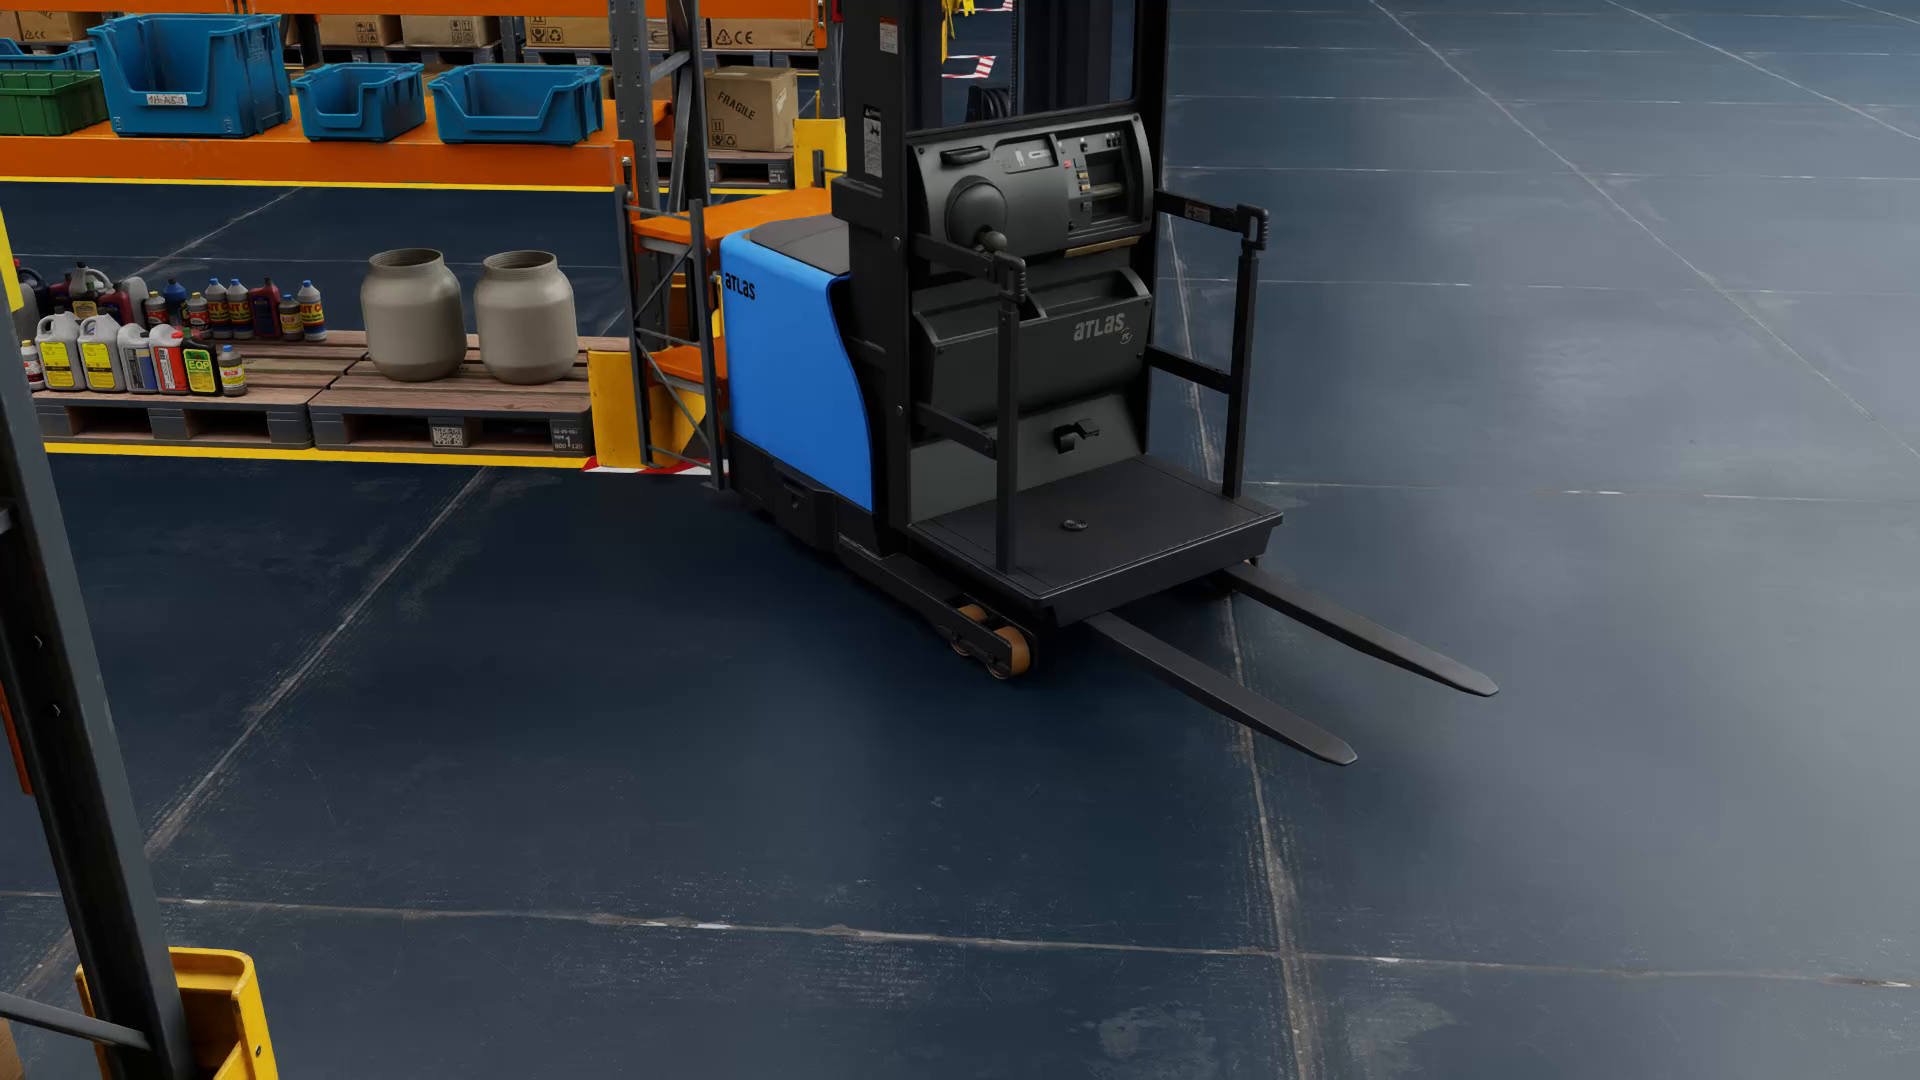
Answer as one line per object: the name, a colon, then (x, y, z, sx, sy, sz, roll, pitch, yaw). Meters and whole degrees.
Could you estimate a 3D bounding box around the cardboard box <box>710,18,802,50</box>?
cardboard box: (-1.928, -5.296, 16.210, 0.875, 0.875, 0.875, 1, 25, 3)

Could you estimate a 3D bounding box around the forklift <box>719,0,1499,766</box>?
forklift: (0.378, -1.121, 5.179, 1.130, 2.935, 3.031, -17, 30, -33)

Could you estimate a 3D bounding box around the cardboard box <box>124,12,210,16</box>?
cardboard box: (-7.745, -5.417, 16.622, 0.750, 0.750, 1.050, 2, 25, 3)

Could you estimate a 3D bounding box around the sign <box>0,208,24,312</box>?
sign: (-1.563, -0.517, 2.654, 0.005, 0.325, 0.100, 2, 25, 4)

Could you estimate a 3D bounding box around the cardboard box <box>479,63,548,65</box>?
cardboard box: (-3.245, -3.136, 11.966, 0.500, 0.500, 0.500, 0, 25, -1)

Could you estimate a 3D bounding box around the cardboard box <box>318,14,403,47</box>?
cardboard box: (-5.945, -5.361, 16.500, 0.750, 0.750, 1.050, 2, 25, 4)

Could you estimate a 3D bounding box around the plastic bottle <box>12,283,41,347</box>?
plastic bottle: (-4.348, -1.042, 7.658, 0.135, 0.276, 0.152, 2, 25, 4)

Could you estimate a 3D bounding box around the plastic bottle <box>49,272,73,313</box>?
plastic bottle: (-4.196, -1.120, 7.819, 0.133, 0.283, 0.061, 3, 25, 8)

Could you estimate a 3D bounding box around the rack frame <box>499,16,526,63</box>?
rack frame: (-4.357, -6.177, 16.086, 0.127, 3.000, 1.000, 2, 25, 4)

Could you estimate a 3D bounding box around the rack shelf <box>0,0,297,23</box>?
rack shelf: (-6.832, -3.850, 11.889, 4.000, 0.370, 1.077, 2, 25, 4)

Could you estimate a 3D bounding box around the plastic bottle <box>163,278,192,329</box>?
plastic bottle: (-3.656, -1.090, 7.767, 0.097, 0.271, 0.097, 0, 25, 0)

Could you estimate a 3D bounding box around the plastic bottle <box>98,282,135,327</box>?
plastic bottle: (-3.885, -1.046, 7.659, 0.133, 0.283, 0.061, 2, 25, 4)

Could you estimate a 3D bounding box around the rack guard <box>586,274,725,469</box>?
rack guard: (-1.308, -0.768, 7.321, 0.348, 0.500, 1.175, 2, 25, 4)

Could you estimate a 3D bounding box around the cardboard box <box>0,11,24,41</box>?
cardboard box: (-9.539, -5.290, 16.647, 0.500, 0.500, 0.500, 3, 25, 6)

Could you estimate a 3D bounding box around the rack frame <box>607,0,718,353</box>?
rack frame: (-1.229, -1.921, 6.836, 0.127, 3.000, 1.000, 2, 25, 4)

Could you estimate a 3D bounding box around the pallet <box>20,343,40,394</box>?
pallet: (-4.551, -0.743, 7.612, 1.213, 0.211, 1.003, 2, 25, 4)

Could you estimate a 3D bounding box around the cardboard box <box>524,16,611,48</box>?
cardboard box: (-3.736, -5.353, 16.335, 0.875, 0.875, 0.875, 2, 25, 5)

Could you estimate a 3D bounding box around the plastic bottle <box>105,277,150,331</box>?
plastic bottle: (-3.878, -1.087, 7.757, 0.135, 0.276, 0.152, 2, 25, 5)

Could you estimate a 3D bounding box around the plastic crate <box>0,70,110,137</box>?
plastic crate: (-3.885, -1.791, 6.808, 0.662, 0.188, 0.450, 2, 25, 4)

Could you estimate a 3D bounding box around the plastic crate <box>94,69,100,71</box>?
plastic crate: (-3.579, -1.982, 7.285, 0.437, 0.136, 0.530, 2, 25, 4)

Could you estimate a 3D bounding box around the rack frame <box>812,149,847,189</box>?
rack frame: (-0.421, -1.069, 7.086, 0.500, 1.125, 0.032, 19, 30, 40)

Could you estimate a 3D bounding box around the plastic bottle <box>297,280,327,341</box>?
plastic bottle: (-3.013, -1.069, 7.722, 0.097, 0.271, 0.097, 0, 25, 0)

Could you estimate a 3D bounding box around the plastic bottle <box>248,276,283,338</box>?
plastic bottle: (-3.237, -1.089, 7.752, 0.133, 0.283, 0.061, 2, 25, 5)

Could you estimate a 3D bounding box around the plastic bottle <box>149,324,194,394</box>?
plastic bottle: (-3.343, -0.779, 7.086, 0.135, 0.276, 0.152, 2, 25, 4)

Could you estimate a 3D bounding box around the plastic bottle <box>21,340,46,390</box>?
plastic bottle: (-3.975, -0.754, 7.121, 0.097, 0.201, 0.097, 0, 25, 0)

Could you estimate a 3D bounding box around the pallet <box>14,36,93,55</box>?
pallet: (-9.125, -5.064, 17.002, 1.213, 0.211, 1.003, 2, 25, 4)

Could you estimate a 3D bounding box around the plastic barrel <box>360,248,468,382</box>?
plastic barrel: (-2.391, -0.986, 7.279, 0.421, 0.512, 0.421, 0, 25, 0)

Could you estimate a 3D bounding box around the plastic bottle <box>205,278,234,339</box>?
plastic bottle: (-3.454, -1.083, 7.753, 0.097, 0.271, 0.097, 0, 25, 0)

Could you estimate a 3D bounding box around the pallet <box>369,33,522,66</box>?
pallet: (-5.133, -4.903, 16.654, 1.213, 0.211, 1.003, 2, 25, 4)

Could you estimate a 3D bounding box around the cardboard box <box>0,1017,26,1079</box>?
cardboard box: (-2.129, 1.092, 3.075, 0.500, 0.250, 0.500, 2, 25, 4)

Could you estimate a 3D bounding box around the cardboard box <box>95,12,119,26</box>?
cardboard box: (-9.031, -5.489, 17.079, 0.500, 0.500, 0.500, 1, 25, 2)

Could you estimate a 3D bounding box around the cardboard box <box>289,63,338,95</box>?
cardboard box: (-4.442, -3.139, 11.971, 0.500, 0.500, 0.500, 1, 25, 2)

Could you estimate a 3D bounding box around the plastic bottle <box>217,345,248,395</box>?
plastic bottle: (-3.094, -0.725, 7.059, 0.097, 0.201, 0.097, 0, 25, 0)

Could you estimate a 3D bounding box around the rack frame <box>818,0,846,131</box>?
rack frame: (-0.850, -3.985, 11.322, 0.127, 3.000, 1.000, 2, 25, 4)

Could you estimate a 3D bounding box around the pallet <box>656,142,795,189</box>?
pallet: (-1.733, -2.761, 11.998, 1.213, 0.211, 1.003, 2, 25, 4)

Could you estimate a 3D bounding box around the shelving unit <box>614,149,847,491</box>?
shelving unit: (-0.769, -0.922, 6.745, 0.538, 1.125, 1.048, 19, 30, 40)

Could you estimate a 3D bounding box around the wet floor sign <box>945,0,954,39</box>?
wet floor sign: (-0.189, -5.804, 18.091, 0.232, 0.644, 0.267, -2, 25, -5)

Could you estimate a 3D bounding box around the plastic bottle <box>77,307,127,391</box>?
plastic bottle: (-3.646, -0.821, 7.088, 0.185, 0.351, 0.144, 3, 25, 6)

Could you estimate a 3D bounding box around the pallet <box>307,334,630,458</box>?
pallet: (-2.118, -0.665, 7.442, 1.213, 0.211, 1.003, 2, 25, 4)

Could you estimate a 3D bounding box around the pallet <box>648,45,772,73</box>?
pallet: (-2.385, -4.815, 16.462, 1.213, 0.211, 1.003, 2, 25, 4)

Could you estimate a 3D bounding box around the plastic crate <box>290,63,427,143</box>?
plastic crate: (-2.398, -1.768, 6.681, 0.408, 0.251, 0.499, 2, 25, 4)

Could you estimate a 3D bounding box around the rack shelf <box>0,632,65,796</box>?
rack shelf: (-3.606, 0.407, 2.639, 4.000, 0.370, 1.077, 2, 25, 4)

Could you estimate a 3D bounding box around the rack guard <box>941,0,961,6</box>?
rack guard: (-0.167, -6.982, 20.826, 0.348, 0.500, 1.175, 2, 25, 4)

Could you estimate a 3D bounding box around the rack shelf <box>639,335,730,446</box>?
rack shelf: (-0.764, -0.696, 6.838, 0.538, 0.278, 1.000, 19, 30, 40)

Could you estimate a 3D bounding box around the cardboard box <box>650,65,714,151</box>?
cardboard box: (-2.070, -3.072, 11.826, 0.500, 0.500, 0.500, 8, 26, 18)
